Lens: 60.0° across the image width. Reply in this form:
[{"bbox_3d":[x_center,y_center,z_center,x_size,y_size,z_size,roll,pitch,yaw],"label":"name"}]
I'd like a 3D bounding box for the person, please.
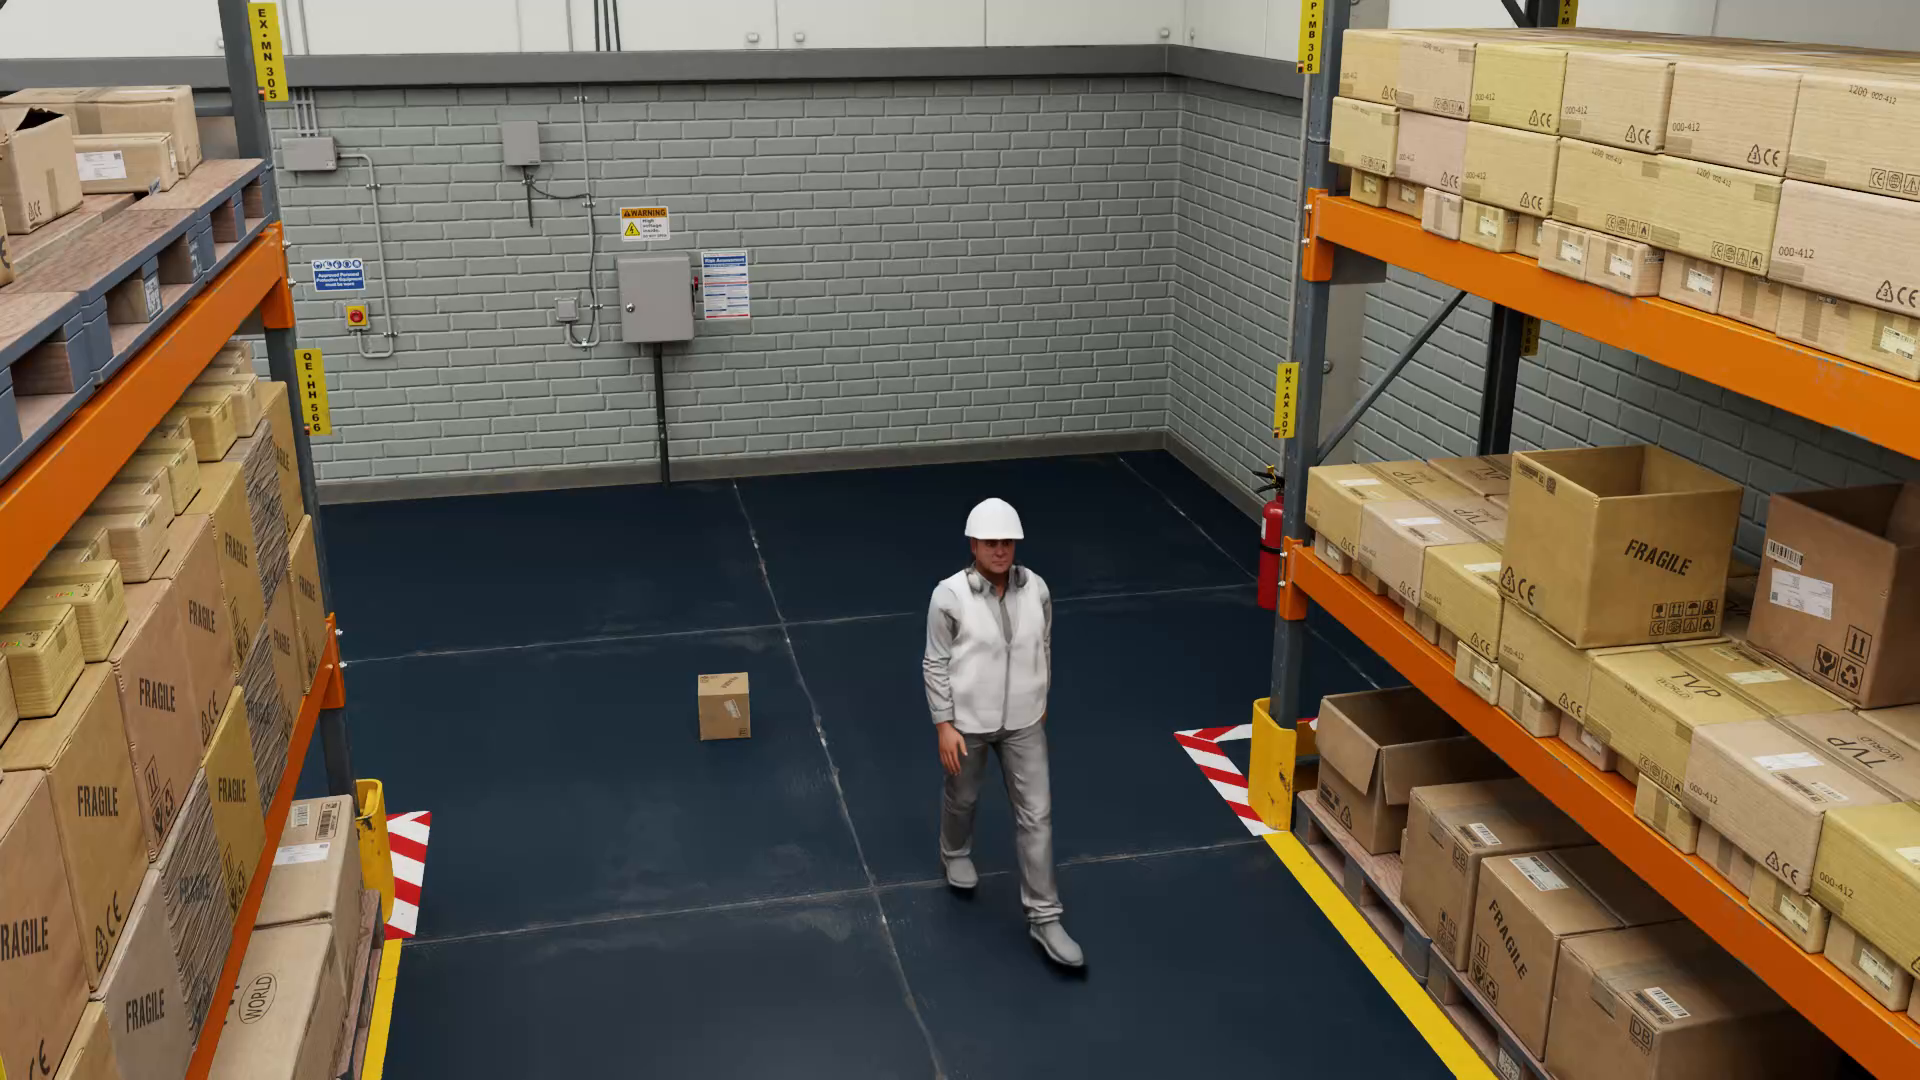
[{"bbox_3d":[0.150,0.703,6.489,0.569,1.723,0.965,-5,20,-15],"label":"person"}]
